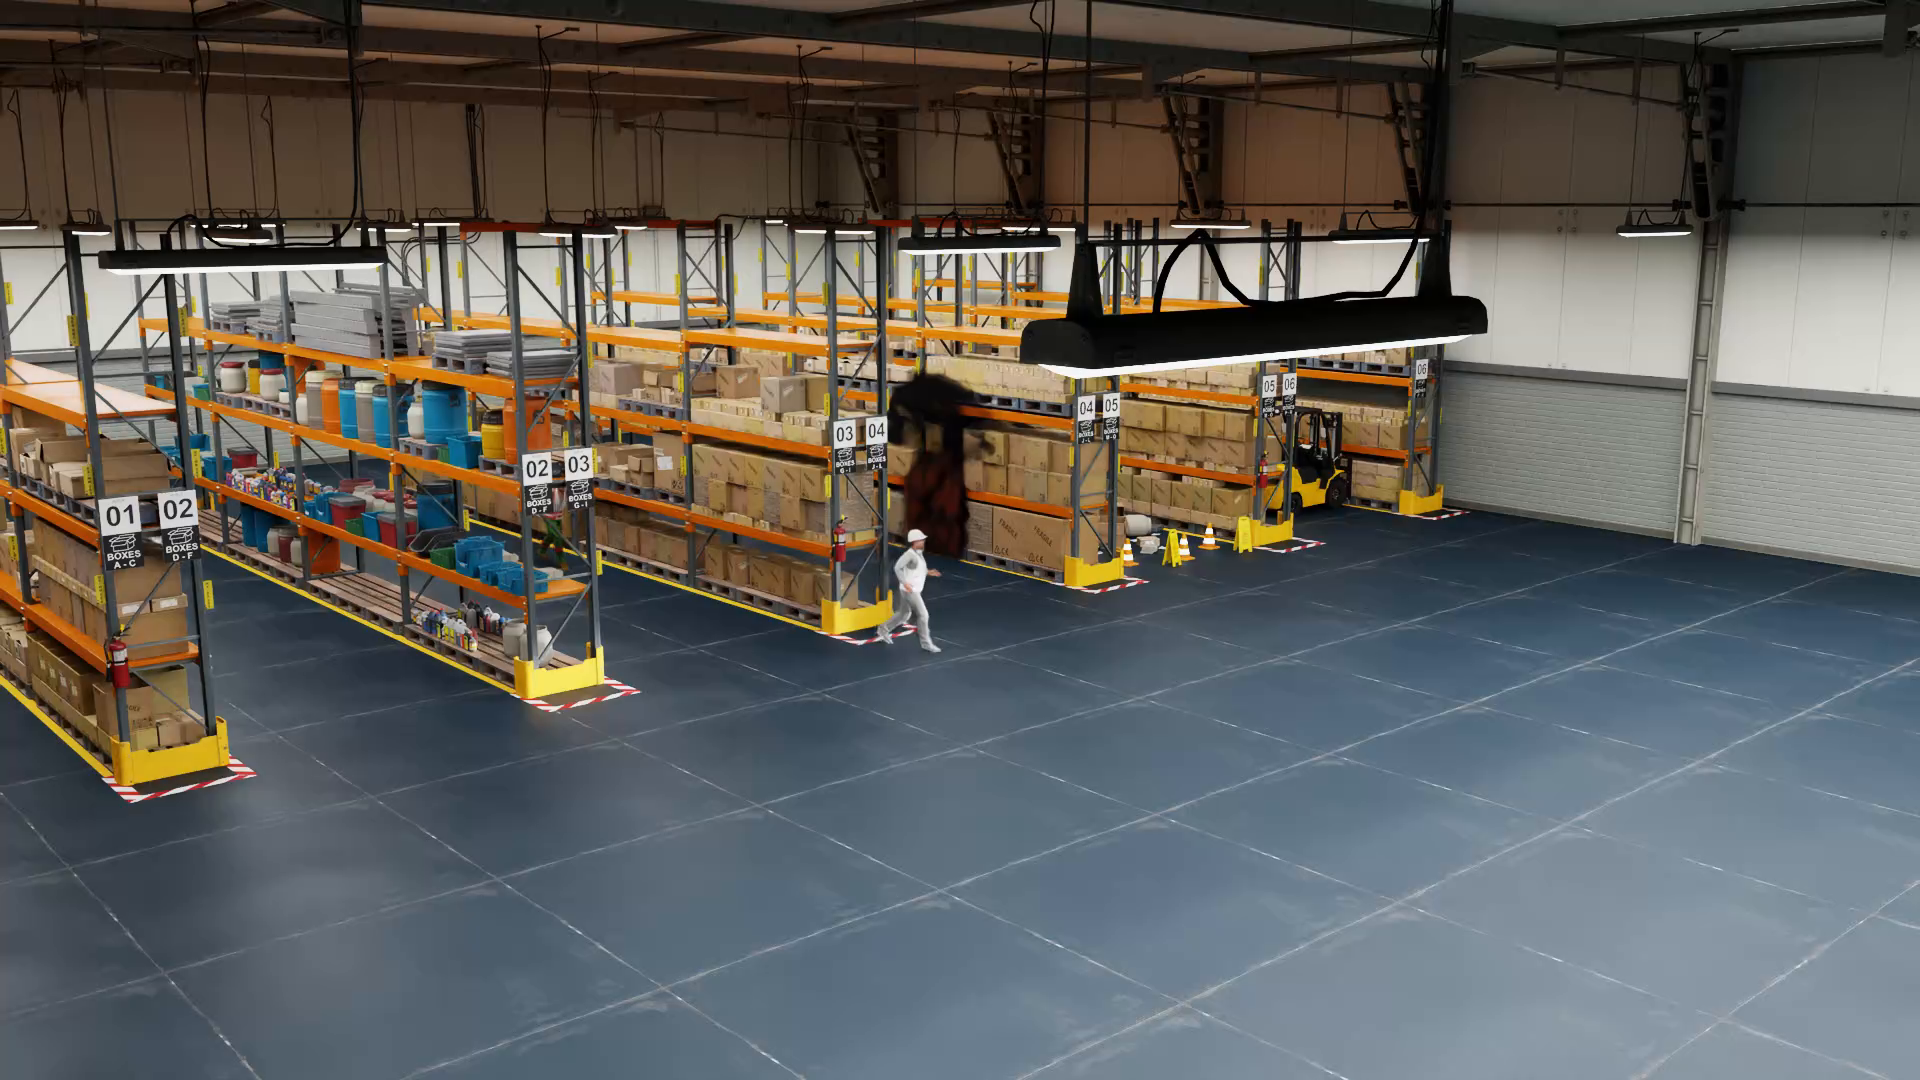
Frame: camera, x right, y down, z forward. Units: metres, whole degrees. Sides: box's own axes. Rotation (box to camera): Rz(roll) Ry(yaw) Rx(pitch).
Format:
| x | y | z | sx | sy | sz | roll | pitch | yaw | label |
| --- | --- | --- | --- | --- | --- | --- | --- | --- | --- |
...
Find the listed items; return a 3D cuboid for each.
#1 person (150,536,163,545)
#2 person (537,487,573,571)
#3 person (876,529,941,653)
| x | y | z | sx | sy | sz | roll | pitch | yaw | label |
| --- | --- | --- | --- | --- | --- | --- | --- | --- | --- |
| -12.984 | 0.126 | 27.215 | 0.593 | 1.632 | 0.777 | -10 | 15 | -40 | person |
| -7.205 | -0.325 | 29.341 | 1.053 | 1.730 | 0.706 | 11 | 16 | 43 | person |
| -0.744 | 0.721 | 23.832 | 0.960 | 1.784 | 0.628 | 1 | 11 | 4 | person |
